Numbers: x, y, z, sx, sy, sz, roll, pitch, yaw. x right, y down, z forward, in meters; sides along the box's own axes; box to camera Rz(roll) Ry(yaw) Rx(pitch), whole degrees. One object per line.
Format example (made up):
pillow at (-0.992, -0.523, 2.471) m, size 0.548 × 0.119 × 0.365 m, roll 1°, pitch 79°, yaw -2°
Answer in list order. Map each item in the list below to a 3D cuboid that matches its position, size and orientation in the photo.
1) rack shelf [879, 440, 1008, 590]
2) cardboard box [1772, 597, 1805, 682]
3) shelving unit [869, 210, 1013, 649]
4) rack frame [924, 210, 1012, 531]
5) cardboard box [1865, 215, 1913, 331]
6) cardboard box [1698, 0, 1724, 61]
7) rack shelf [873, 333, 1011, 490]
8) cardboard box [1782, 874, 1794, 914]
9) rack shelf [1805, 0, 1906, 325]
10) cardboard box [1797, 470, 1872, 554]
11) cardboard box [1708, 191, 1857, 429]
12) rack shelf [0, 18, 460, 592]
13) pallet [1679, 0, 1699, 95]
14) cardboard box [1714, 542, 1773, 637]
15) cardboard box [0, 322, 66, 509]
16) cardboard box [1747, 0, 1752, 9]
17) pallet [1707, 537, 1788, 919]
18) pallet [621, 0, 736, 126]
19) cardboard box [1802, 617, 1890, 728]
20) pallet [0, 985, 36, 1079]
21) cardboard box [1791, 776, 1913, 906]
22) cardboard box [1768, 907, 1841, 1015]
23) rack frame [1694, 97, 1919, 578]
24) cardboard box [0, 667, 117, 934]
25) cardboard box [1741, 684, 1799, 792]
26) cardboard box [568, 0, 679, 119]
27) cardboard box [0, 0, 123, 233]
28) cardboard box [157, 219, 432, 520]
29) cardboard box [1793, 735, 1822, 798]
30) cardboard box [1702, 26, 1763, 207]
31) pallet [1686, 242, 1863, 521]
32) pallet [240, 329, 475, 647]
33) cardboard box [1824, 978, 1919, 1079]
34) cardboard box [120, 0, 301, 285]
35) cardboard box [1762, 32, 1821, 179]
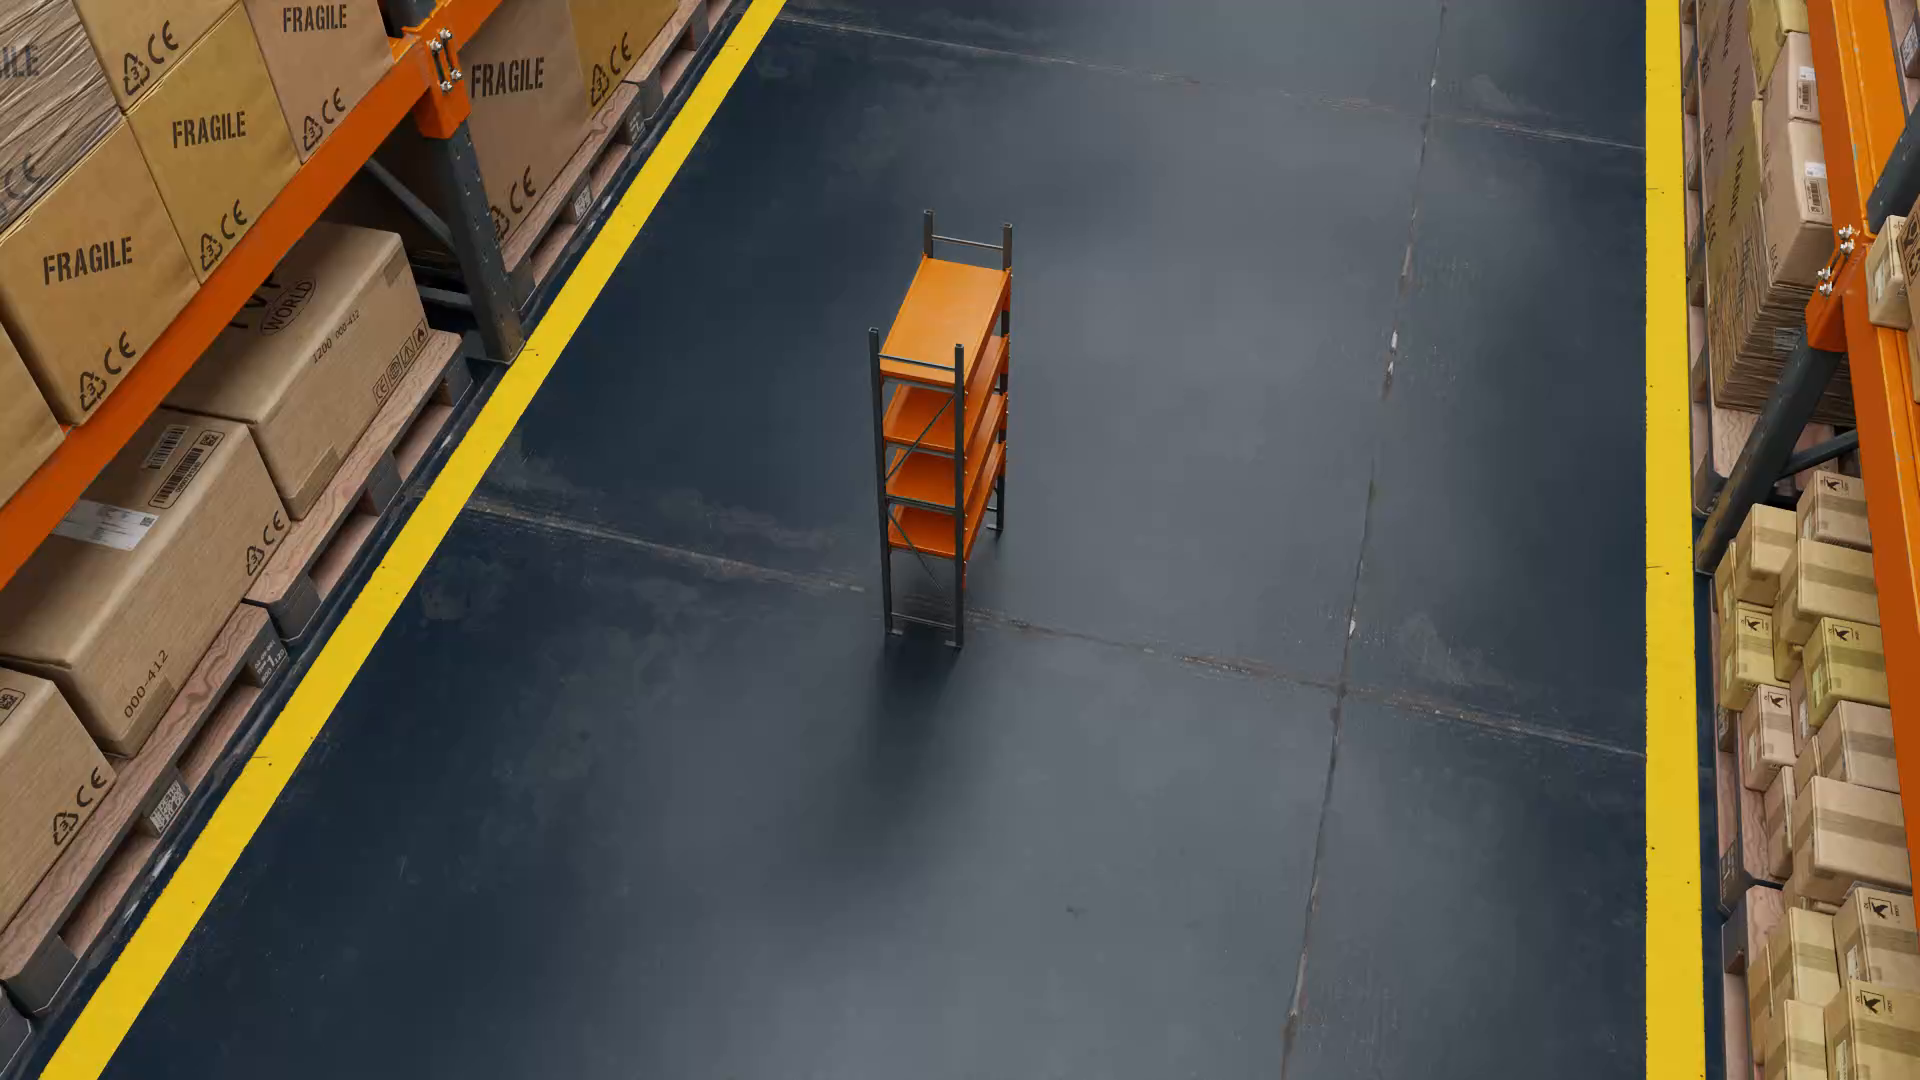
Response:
rack shelf at (-0.044, -0.101, 4.894) m, size 0.258 × 0.148 × 0.480 m, roll 12°, pitch 50°, yaw 10°
cardboard box at (2.392, 0.274, 4.431) m, size 0.380 × 0.149 × 0.250 m, roll 12°, pitch 50°, yaw 10°
shelving unit at (-0.044, -0.277, 4.694) m, size 0.258 × 1.200 × 0.503 m, roll 12°, pitch 50°, yaw 10°
rack frame at (0.021, -0.454, 4.850) m, size 0.240 × 1.200 × 0.015 m, roll 12°, pitch 50°, yaw 10°
cardboard box at (2.385, -0.608, 3.954) m, size 0.380 × 0.149 × 0.250 m, roll 13°, pitch 50°, yaw 11°
cardboard box at (3.267, -2.211, 6.588) m, size 0.500 × 0.500 × 0.500 m, roll 12°, pitch 50°, yaw 10°
rack shelf at (-0.044, -0.381, 4.577) m, size 0.258 × 0.148 × 0.480 m, roll 12°, pitch 50°, yaw 10°
cardboard box at (2.229, 0.950, 4.032) m, size 0.380 × 0.149 × 0.250 m, roll 10°, pitch 49°, yaw 8°
rack shelf at (3.302, -2.040, 5.530) m, size 1.077 × 0.370 × 4.000 m, roll 12°, pitch 50°, yaw 10°
cardboard box at (2.485, -0.016, 4.488) m, size 0.380 × 0.149 × 0.250 m, roll 13°, pitch 50°, yaw 12°
cardboard box at (2.727, -0.729, 5.280) m, size 0.500 × 0.500 × 0.500 m, roll 11°, pitch 49°, yaw 9°
rack shelf at (-2.553, -0.051, 3.774) m, size 1.077 × 0.370 × 4.000 m, roll 12°, pitch 50°, yaw 10°
pallet at (3.621, -2.237, 7.084) m, size 1.003 × 0.211 × 1.213 m, roll 12°, pitch 50°, yaw 10°
cardboard box at (2.370, 0.173, 4.718) m, size 0.380 × 0.149 × 0.250 m, roll 10°, pitch 49°, yaw 8°
cardboard box at (-2.303, -0.267, 3.419) m, size 0.500 × 0.500 × 0.500 m, roll 13°, pitch 50°, yaw 11°
cardboard box at (3.137, -2.112, 6.000) m, size 0.500 × 0.250 × 0.500 m, roll 12°, pitch 50°, yaw 10°
pallet at (2.633, 0.584, 4.594) m, size 1.003 × 0.211 × 1.213 m, roll 12°, pitch 50°, yaw 10°
pallet at (-1.577, -2.271, 7.114) m, size 1.003 × 0.211 × 1.213 m, roll 12°, pitch 50°, yaw 10°
cardboard box at (2.336, 0.364, 4.152) m, size 0.380 × 0.149 × 0.250 m, roll 11°, pitch 49°, yaw 10°
pallet at (-2.944, 1.487, 3.797) m, size 1.003 × 0.211 × 1.213 m, roll 12°, pitch 50°, yaw 10°
cardboard box at (2.144, 0.725, 3.834) m, size 0.380 × 0.149 × 0.250 m, roll 13°, pitch 50°, yaw 11°
cardboard box at (2.066, 1.016, 3.775) m, size 0.380 × 0.149 × 0.250 m, roll 11°, pitch 50°, yaw 10°
rack frame at (2.776, -0.832, 3.983) m, size 1.000 × 3.000 × 0.127 m, roll 12°, pitch 50°, yaw 10°
cardboard box at (-2.769, 0.706, 4.055) m, size 0.875 × 0.438 × 0.875 m, roll 13°, pitch 50°, yaw 11°
cardboard box at (2.285, 0.555, 4.381) m, size 0.380 × 0.149 × 0.250 m, roll 11°, pitch 50°, yaw 10°
cardboard box at (-1.710, -2.291, 6.408) m, size 0.875 × 0.875 × 0.875 m, roll 13°, pitch 50°, yaw 11°
cardboard box at (-2.150, -0.968, 3.370) m, size 0.500 × 0.500 × 0.500 m, roll 12°, pitch 50°, yaw 11°
cardboard box at (-2.295, -0.594, 5.202) m, size 0.875 × 0.438 × 0.875 m, roll 11°, pitch 49°, yaw 9°
cardboard box at (2.288, 0.652, 4.097) m, size 0.380 × 0.149 × 0.250 m, roll 9°, pitch 49°, yaw 8°
cardboard box at (3.002, -1.470, 5.934) m, size 0.500 × 0.500 × 0.500 m, roll 11°, pitch 49°, yaw 9°
pallet at (2.979, -0.473, 5.526) m, size 1.003 × 0.211 × 1.213 m, roll 12°, pitch 50°, yaw 10°
pallet at (-2.302, -0.278, 5.355) m, size 1.003 × 0.211 × 1.213 m, roll 12°, pitch 50°, yaw 10°
cardboard box at (2.049, 1.109, 3.495) m, size 0.380 × 0.149 × 0.250 m, roll 12°, pitch 50°, yaw 10°
cardboard box at (-2.032, -1.009, 4.074) m, size 0.500 × 0.500 × 0.500 m, roll 10°, pitch 49°, yaw 9°
cardboard box at (2.876, -1.350, 5.327) m, size 0.500 × 0.250 × 0.500 m, roll 14°, pitch 50°, yaw 12°
